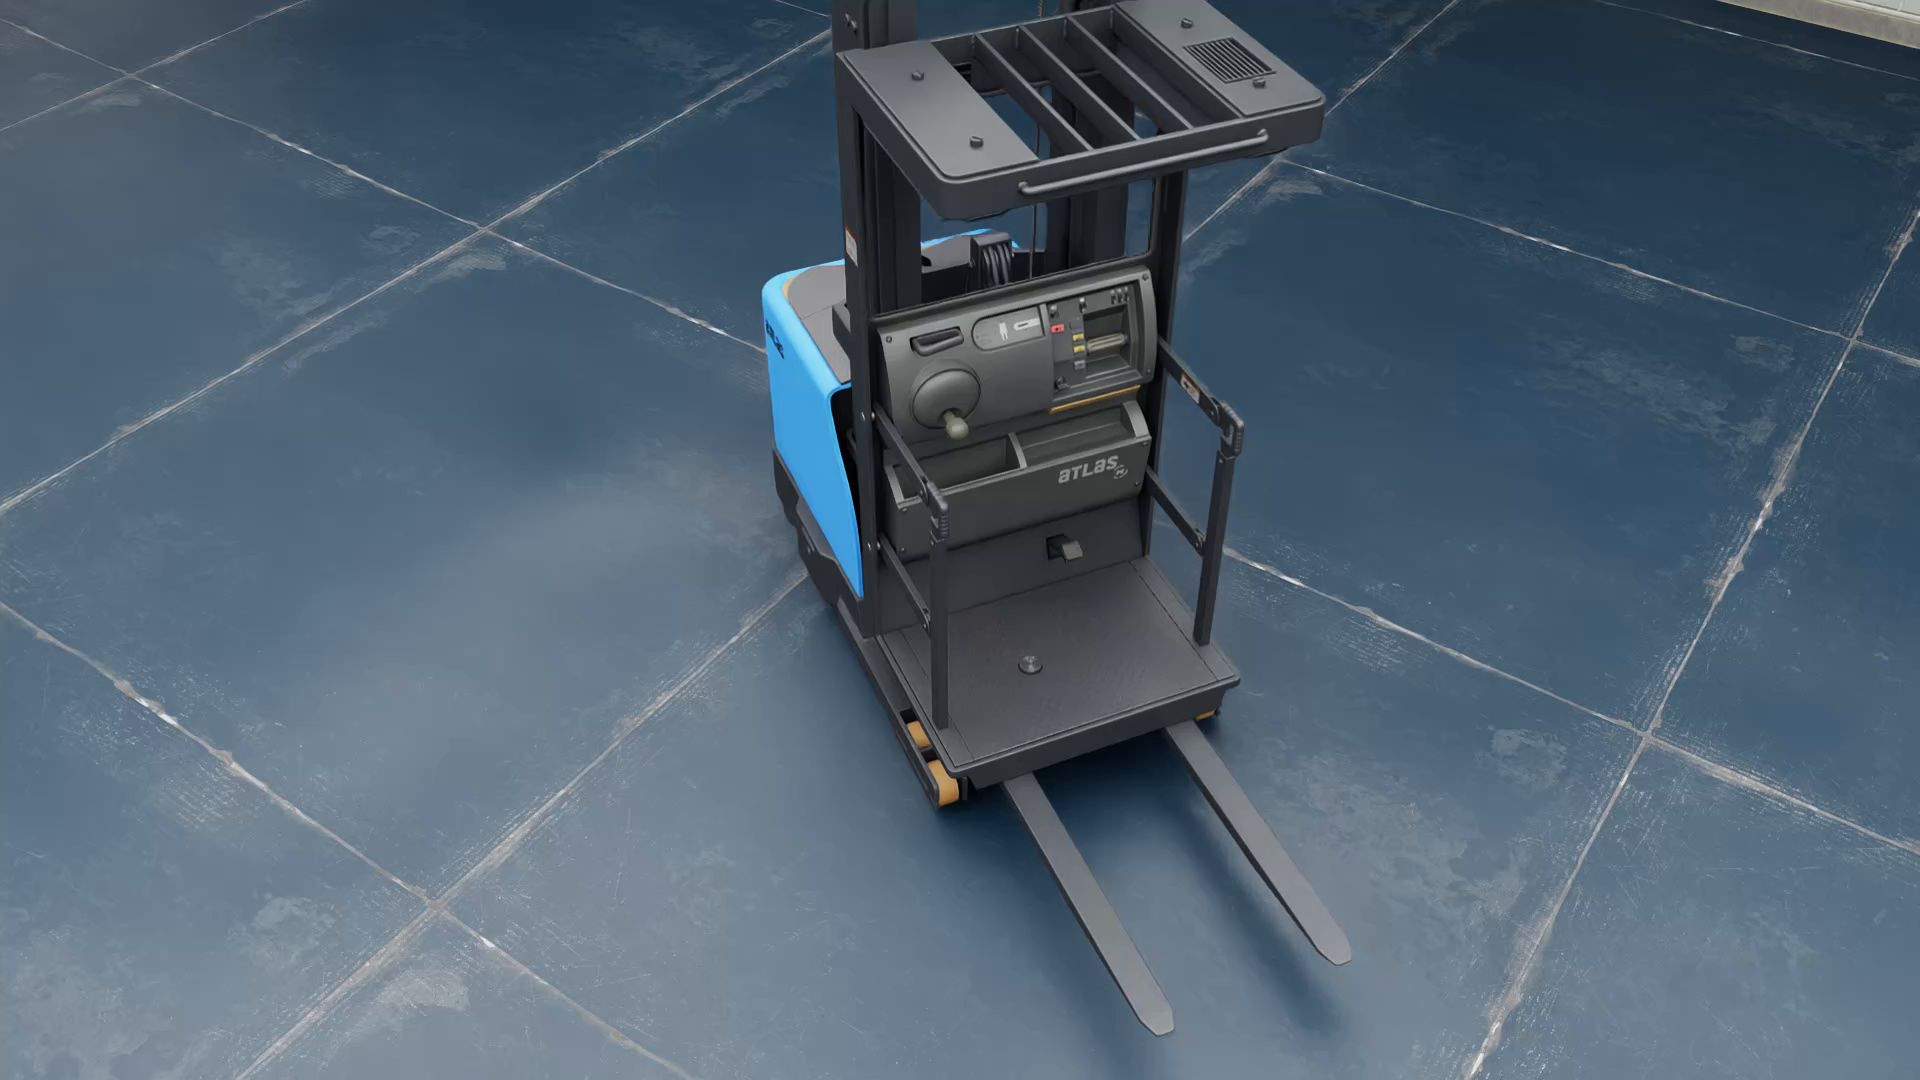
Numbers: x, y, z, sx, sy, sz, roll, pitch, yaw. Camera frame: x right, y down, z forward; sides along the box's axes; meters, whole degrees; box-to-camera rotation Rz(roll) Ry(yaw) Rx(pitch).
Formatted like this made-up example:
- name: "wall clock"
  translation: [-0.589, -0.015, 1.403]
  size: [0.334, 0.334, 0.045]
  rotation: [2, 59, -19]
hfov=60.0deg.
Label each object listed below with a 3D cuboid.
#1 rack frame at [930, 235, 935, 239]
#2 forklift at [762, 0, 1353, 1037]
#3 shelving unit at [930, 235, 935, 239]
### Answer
- name: "rack frame"
  translation: [-0.192, -0.773, 6.826]
  size: [0.200, 1.050, 0.008]
  rotation: [-16, 44, -17]
- name: "forklift"
  translation: [0.283, -0.505, 5.116]
  size: [1.130, 2.935, 3.031]
  rotation: [-16, 44, -17]
- name: "shelving unit"
  translation: [-0.240, -0.848, 6.910]
  size: [0.215, 1.050, 0.252]
  rotation: [-16, 44, -17]
